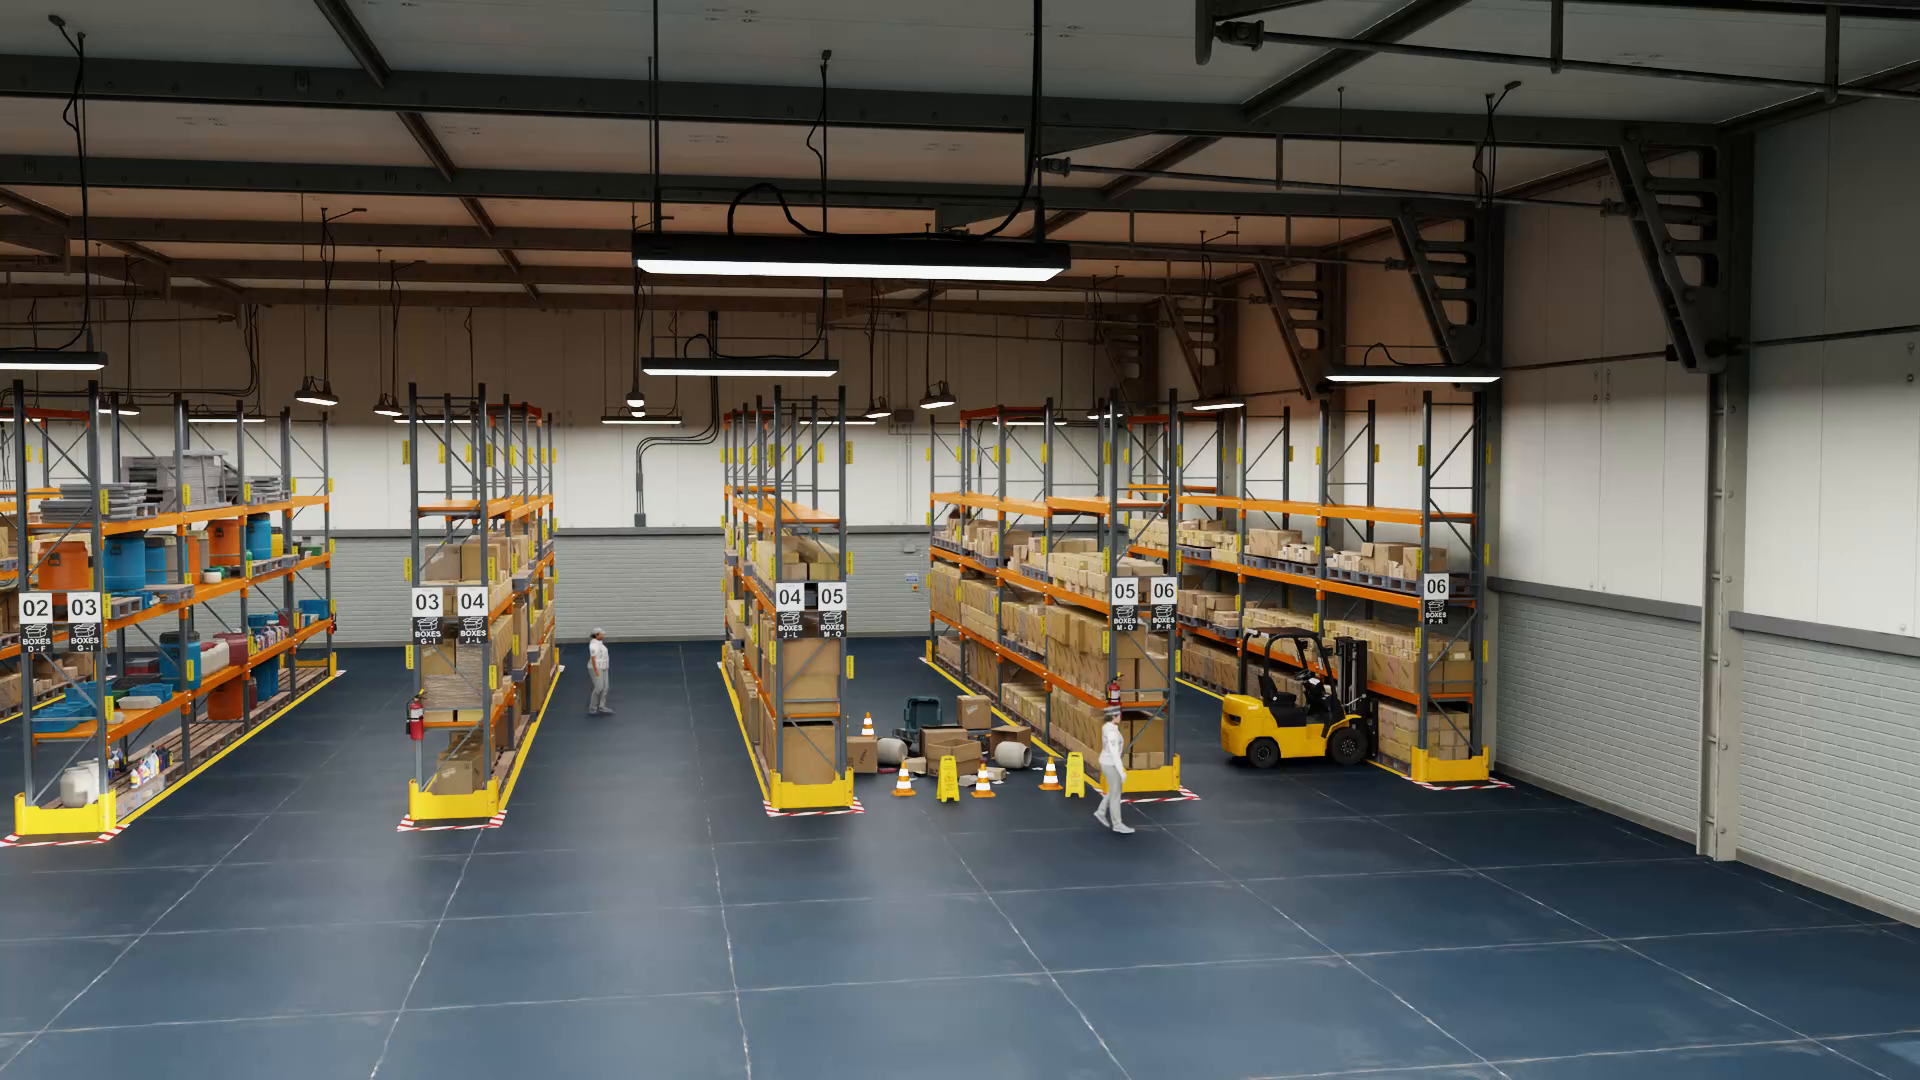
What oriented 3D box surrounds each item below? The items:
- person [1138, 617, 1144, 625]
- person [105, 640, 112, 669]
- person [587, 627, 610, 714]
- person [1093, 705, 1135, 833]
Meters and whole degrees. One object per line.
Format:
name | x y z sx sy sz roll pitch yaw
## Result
person | 3.712 2.298 36.026 0.573 1.821 0.603 -2 3 -30
person | -20.318 2.187 39.032 0.519 1.683 1.050 -3 4 -44
person | -7.066 2.578 32.531 0.413 1.745 0.570 1 3 14
person | 2.050 3.037 22.194 0.525 1.670 0.591 0 3 -1
